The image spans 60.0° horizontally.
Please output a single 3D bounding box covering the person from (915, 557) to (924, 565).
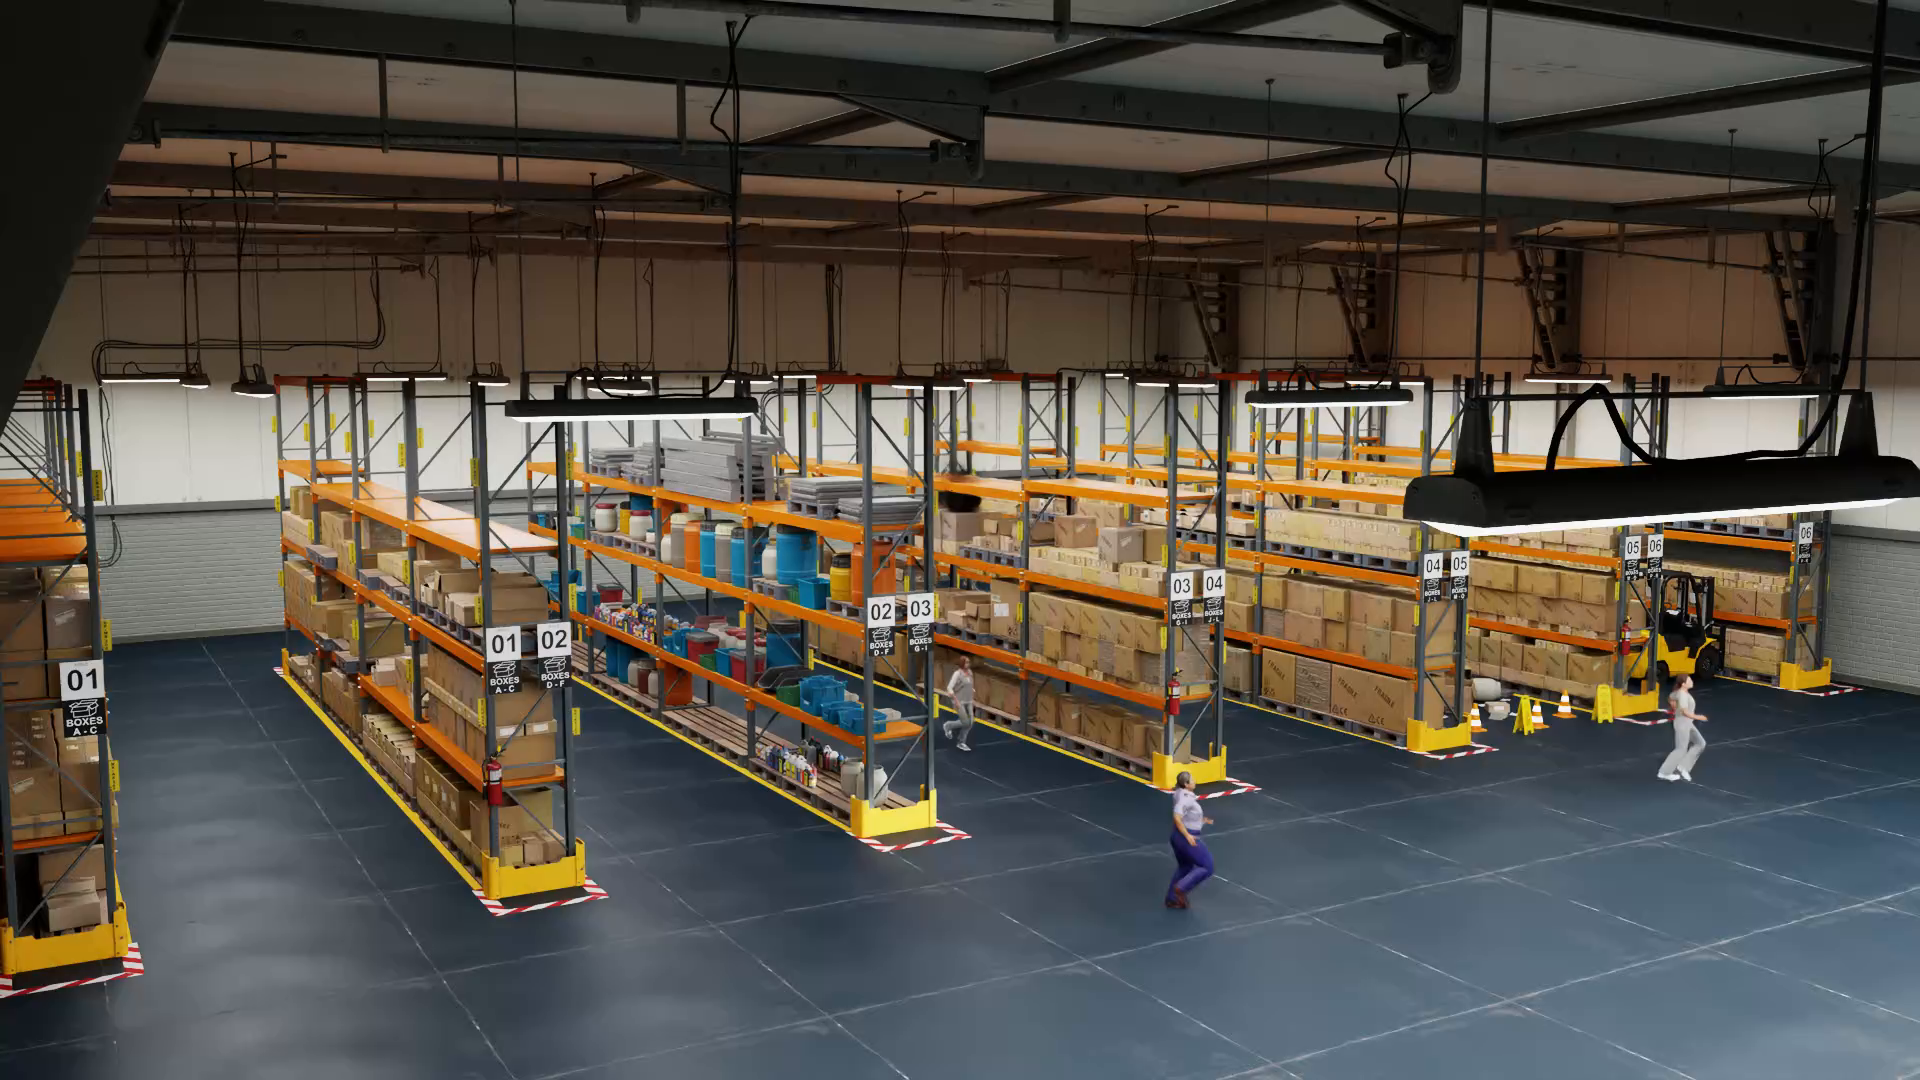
[{"bbox_3d":[-0.962,1.207,38.821,0.667,1.790,0.834,-3,7,-23],"label":"person"}]

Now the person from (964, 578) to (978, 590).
[{"bbox_3d":[0.316,0.793,42.646,0.636,1.742,0.695,-3,7,-25],"label":"person"}]

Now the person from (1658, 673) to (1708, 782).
[{"bbox_3d":[10.813,2.799,24.849,0.652,1.653,0.571,3,7,23],"label":"person"}]

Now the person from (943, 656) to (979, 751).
[{"bbox_3d":[0.013,2.629,26.941,0.520,1.553,0.576,-6,9,-44],"label":"person"}]

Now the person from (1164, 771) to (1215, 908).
[{"bbox_3d":[2.646,3.442,19.084,0.574,1.606,0.593,-1,6,-9],"label":"person"}]
